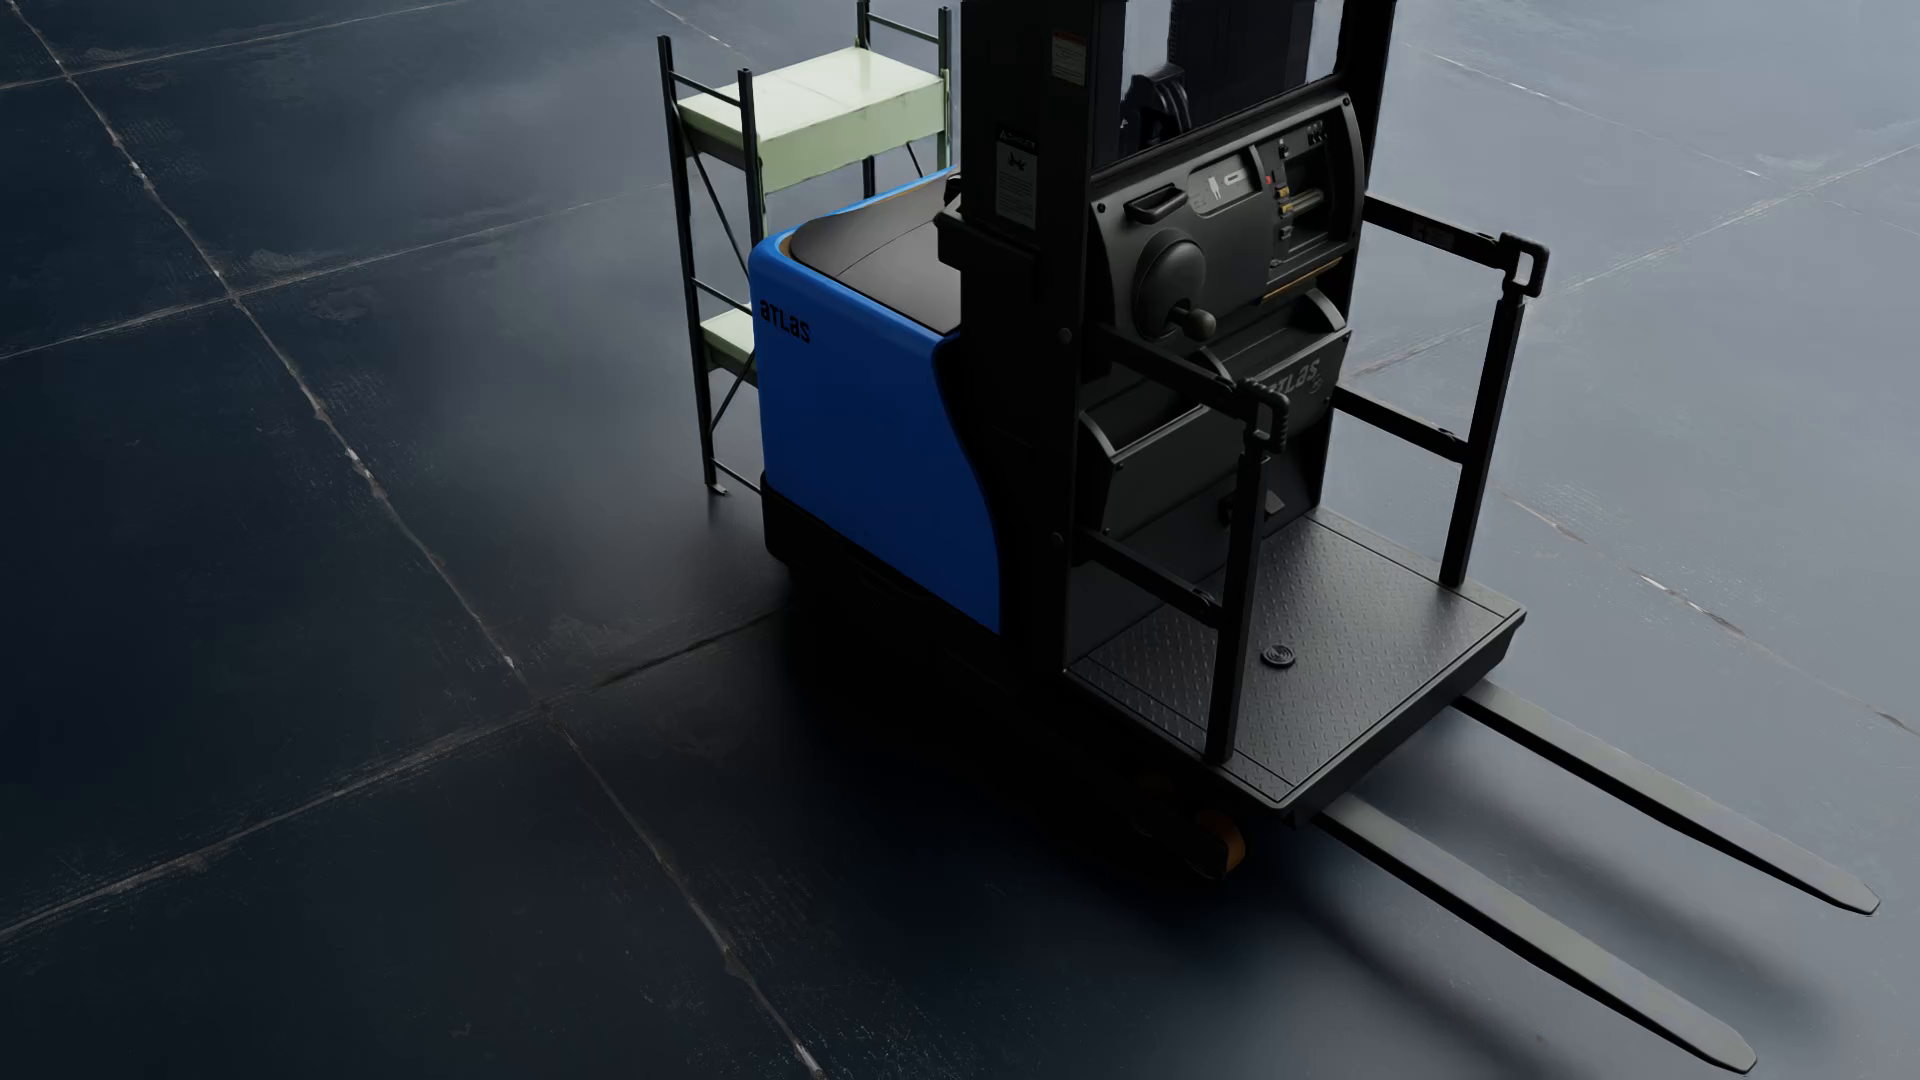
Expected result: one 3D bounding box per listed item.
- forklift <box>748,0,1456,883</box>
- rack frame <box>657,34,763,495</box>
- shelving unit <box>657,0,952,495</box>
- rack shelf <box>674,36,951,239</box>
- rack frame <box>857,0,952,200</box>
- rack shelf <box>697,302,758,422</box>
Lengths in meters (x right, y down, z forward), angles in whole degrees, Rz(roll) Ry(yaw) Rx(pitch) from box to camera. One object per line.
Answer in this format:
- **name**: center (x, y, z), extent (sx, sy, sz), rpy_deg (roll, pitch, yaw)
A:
- **forklift**: center (0.784, -0.701, 3.714), extent (1.130, 2.935, 3.031), rpy_deg (-29, 45, -34)
- **rack frame**: center (-0.698, -0.716, 4.960), extent (0.023, 1.500, 0.400), rpy_deg (-29, 45, -34)
- **shelving unit**: center (-0.433, -0.863, 5.165), extent (0.755, 1.500, 0.431), rpy_deg (-29, 45, -34)
- **rack shelf**: center (-0.434, -1.180, 4.938), extent (0.720, 0.370, 0.431), rpy_deg (-29, 45, -34)
- **rack frame**: center (-0.169, -1.011, 5.371), extent (0.023, 1.500, 0.400), rpy_deg (-29, 45, -34)
- **rack shelf**: center (-0.433, -0.599, 5.355), extent (0.720, 0.370, 0.431), rpy_deg (-29, 45, -34)
